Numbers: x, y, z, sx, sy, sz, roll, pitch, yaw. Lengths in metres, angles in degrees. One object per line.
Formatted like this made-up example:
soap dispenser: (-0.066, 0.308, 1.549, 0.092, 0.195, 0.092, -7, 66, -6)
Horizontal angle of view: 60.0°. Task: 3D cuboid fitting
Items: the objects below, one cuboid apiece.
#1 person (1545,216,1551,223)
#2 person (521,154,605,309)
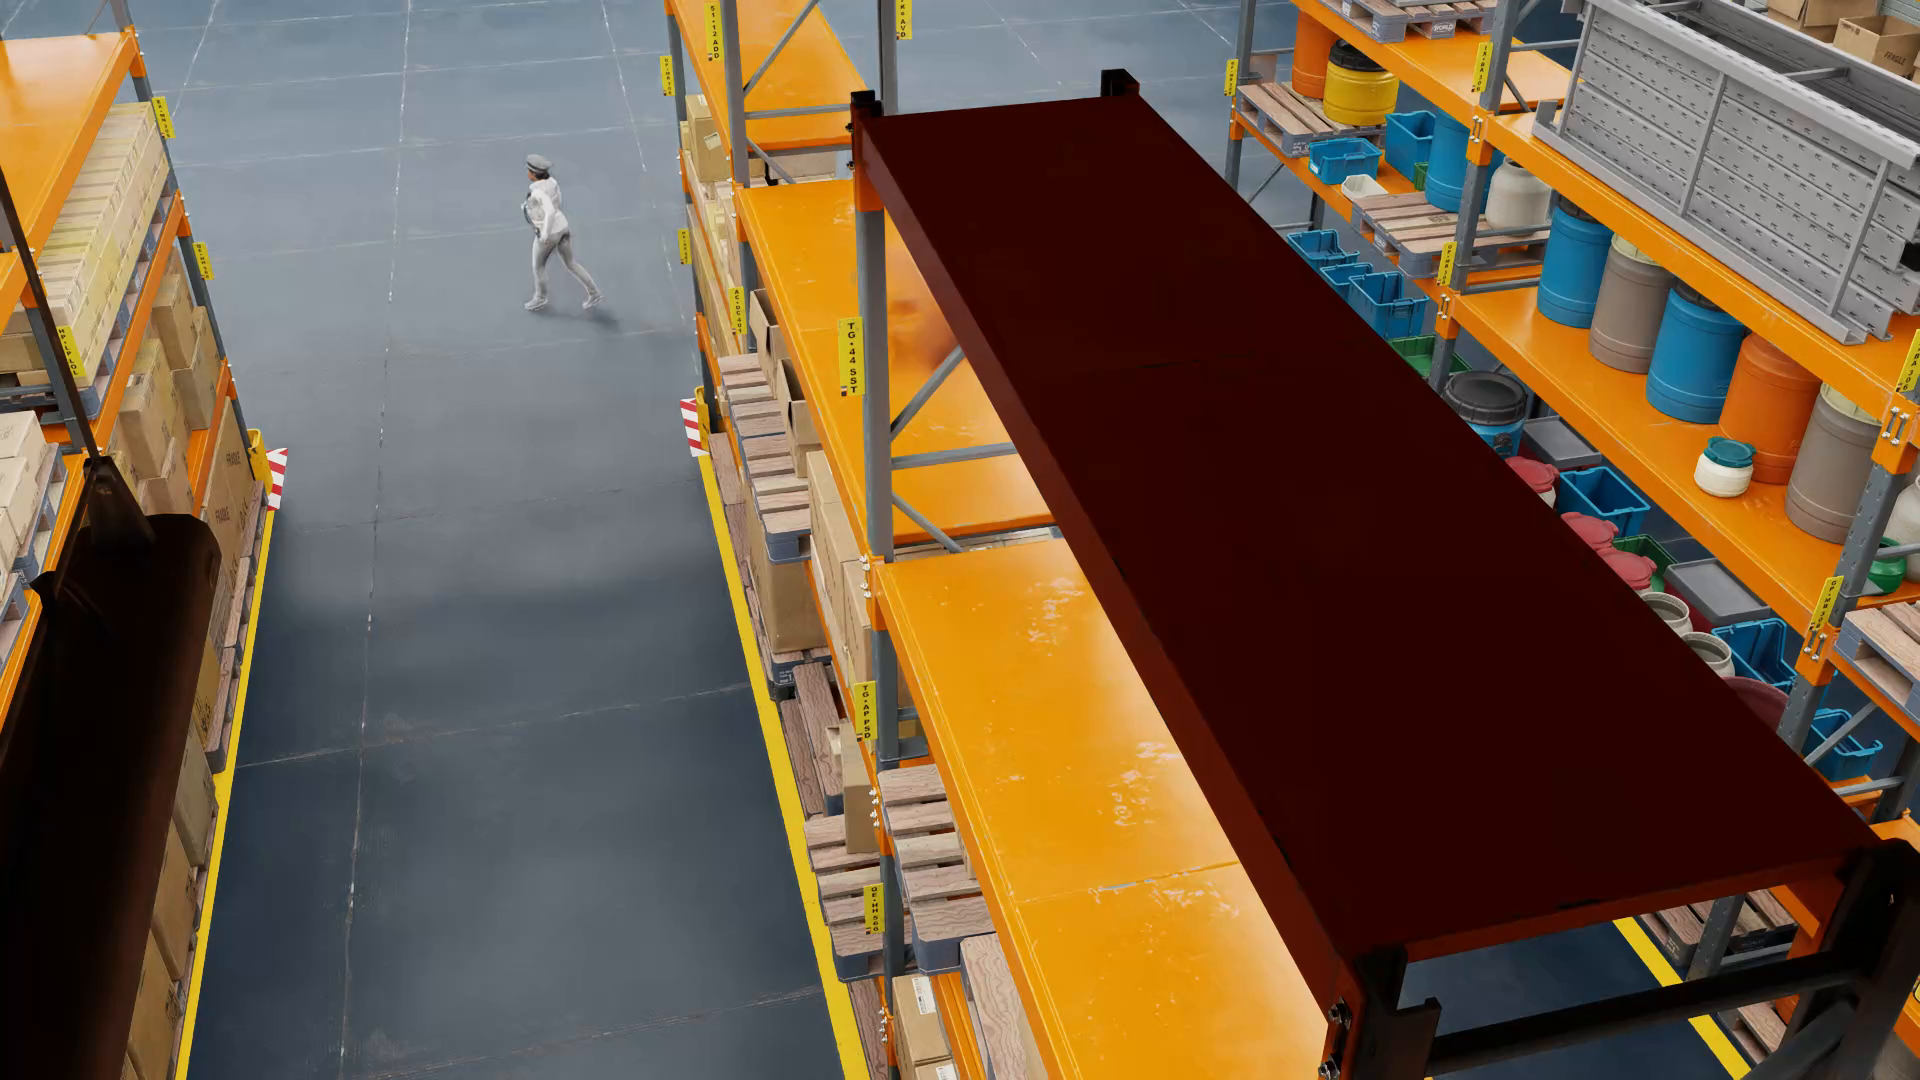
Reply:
person: (6.290, -4.149, 18.576, 0.973, 1.802, 0.626, 8, 35, 11)
person: (-4.181, -3.140, 17.169, 0.908, 1.707, 0.574, 13, 37, 18)
